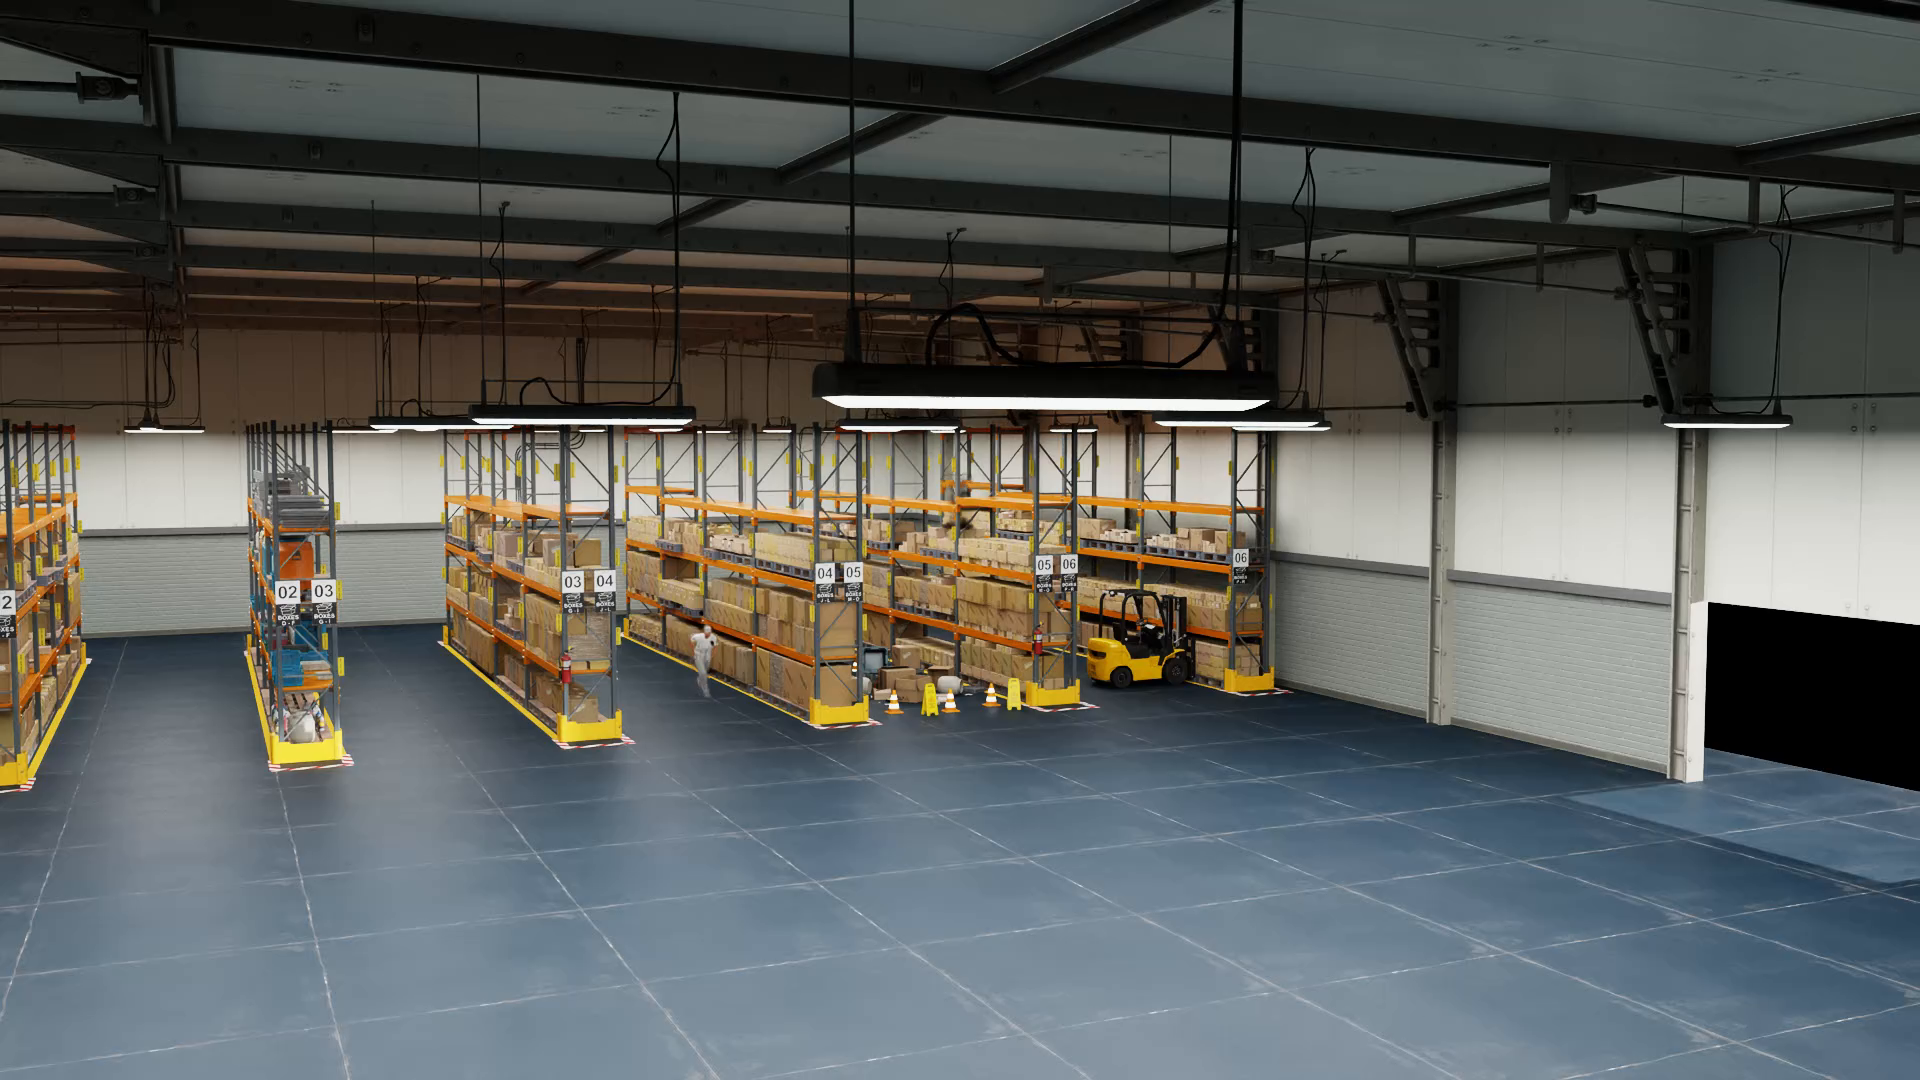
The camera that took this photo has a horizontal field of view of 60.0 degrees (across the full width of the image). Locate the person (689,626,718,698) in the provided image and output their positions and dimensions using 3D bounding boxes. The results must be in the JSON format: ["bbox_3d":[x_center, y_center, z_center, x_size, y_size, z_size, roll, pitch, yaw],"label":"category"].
[{"bbox_3d":[-5.681,2.662,36.727,0.641,1.627,1.032,-1,4,-22],"label":"person"}]
